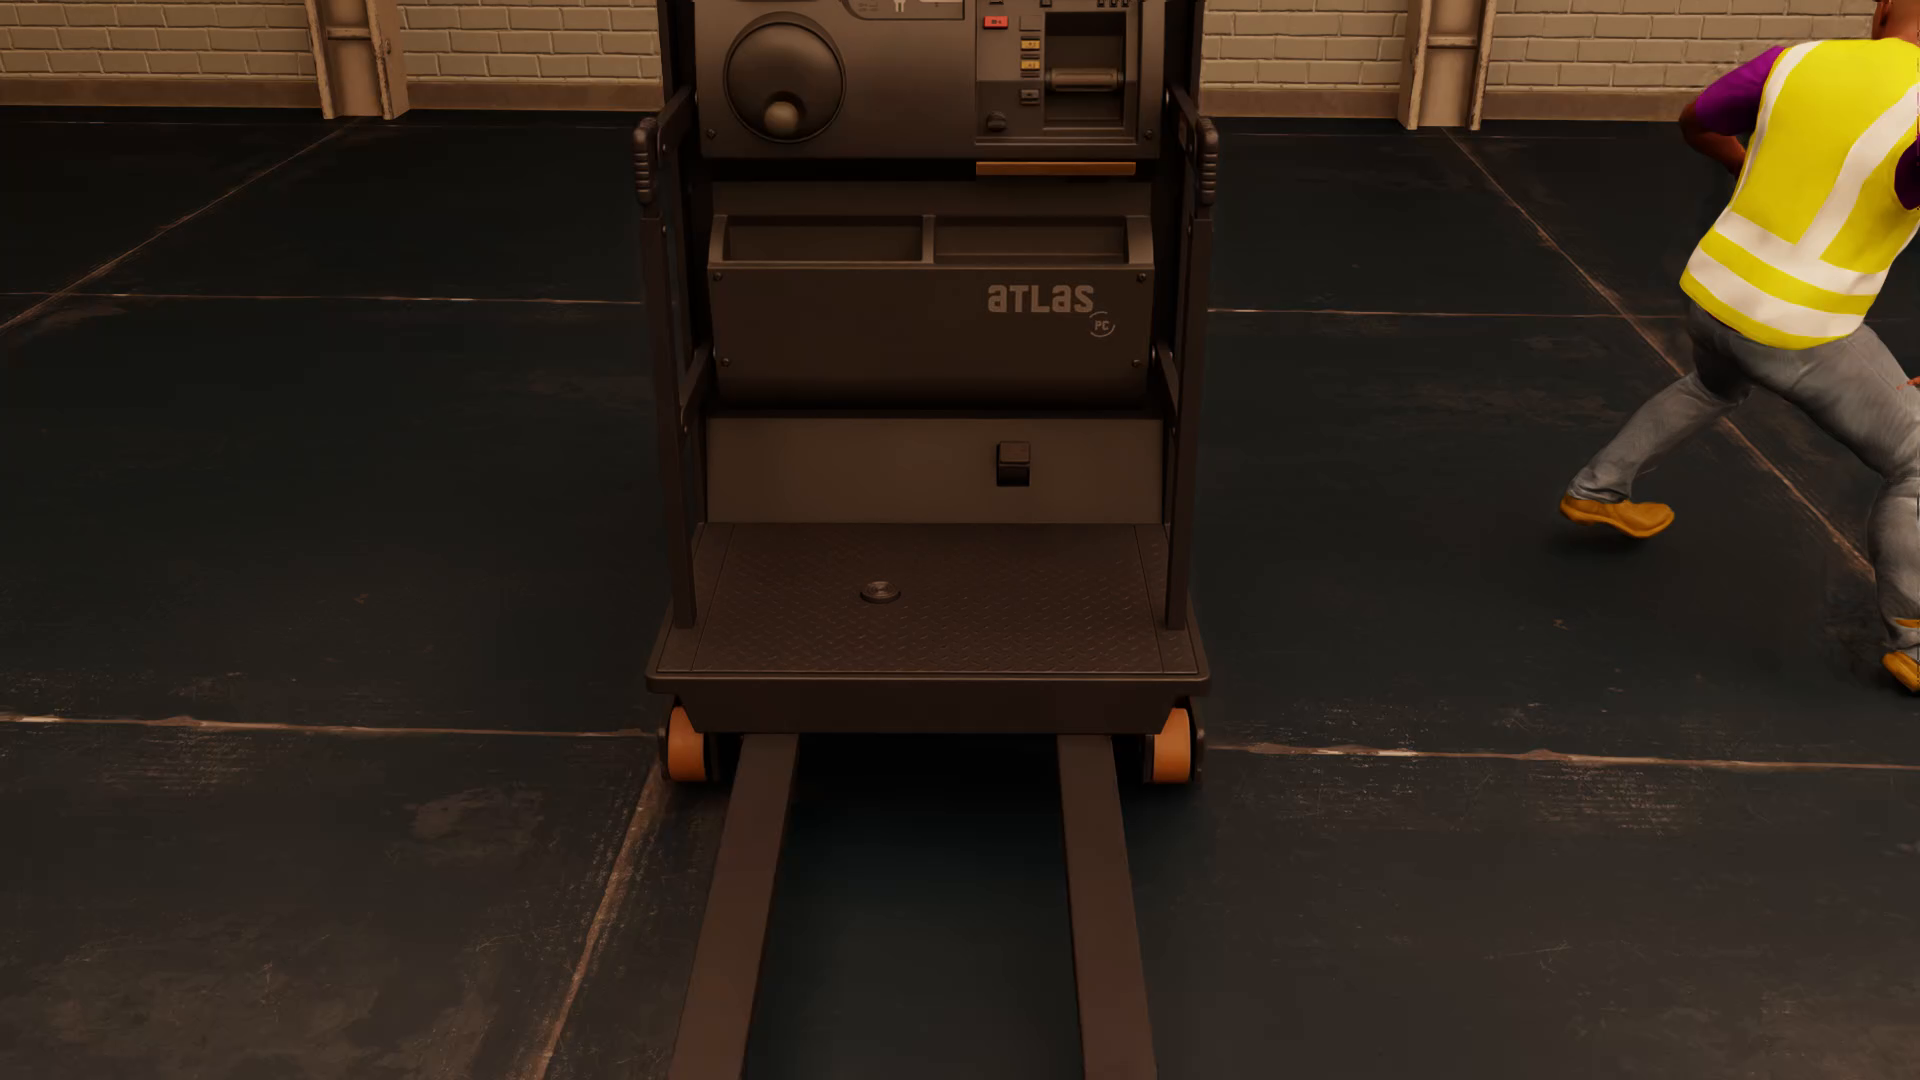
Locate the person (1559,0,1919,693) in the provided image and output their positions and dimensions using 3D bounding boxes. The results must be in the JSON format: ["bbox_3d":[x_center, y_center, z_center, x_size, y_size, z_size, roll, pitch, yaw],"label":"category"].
[{"bbox_3d":[1.982,-0.483,3.827,0.568,1.723,1.153,-8,27,-15],"label":"person"}]

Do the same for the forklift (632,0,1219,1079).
[{"bbox_3d":[-0.060,-0.940,3.113,1.130,2.935,3.031,0,26,0],"label":"forklift"}]
